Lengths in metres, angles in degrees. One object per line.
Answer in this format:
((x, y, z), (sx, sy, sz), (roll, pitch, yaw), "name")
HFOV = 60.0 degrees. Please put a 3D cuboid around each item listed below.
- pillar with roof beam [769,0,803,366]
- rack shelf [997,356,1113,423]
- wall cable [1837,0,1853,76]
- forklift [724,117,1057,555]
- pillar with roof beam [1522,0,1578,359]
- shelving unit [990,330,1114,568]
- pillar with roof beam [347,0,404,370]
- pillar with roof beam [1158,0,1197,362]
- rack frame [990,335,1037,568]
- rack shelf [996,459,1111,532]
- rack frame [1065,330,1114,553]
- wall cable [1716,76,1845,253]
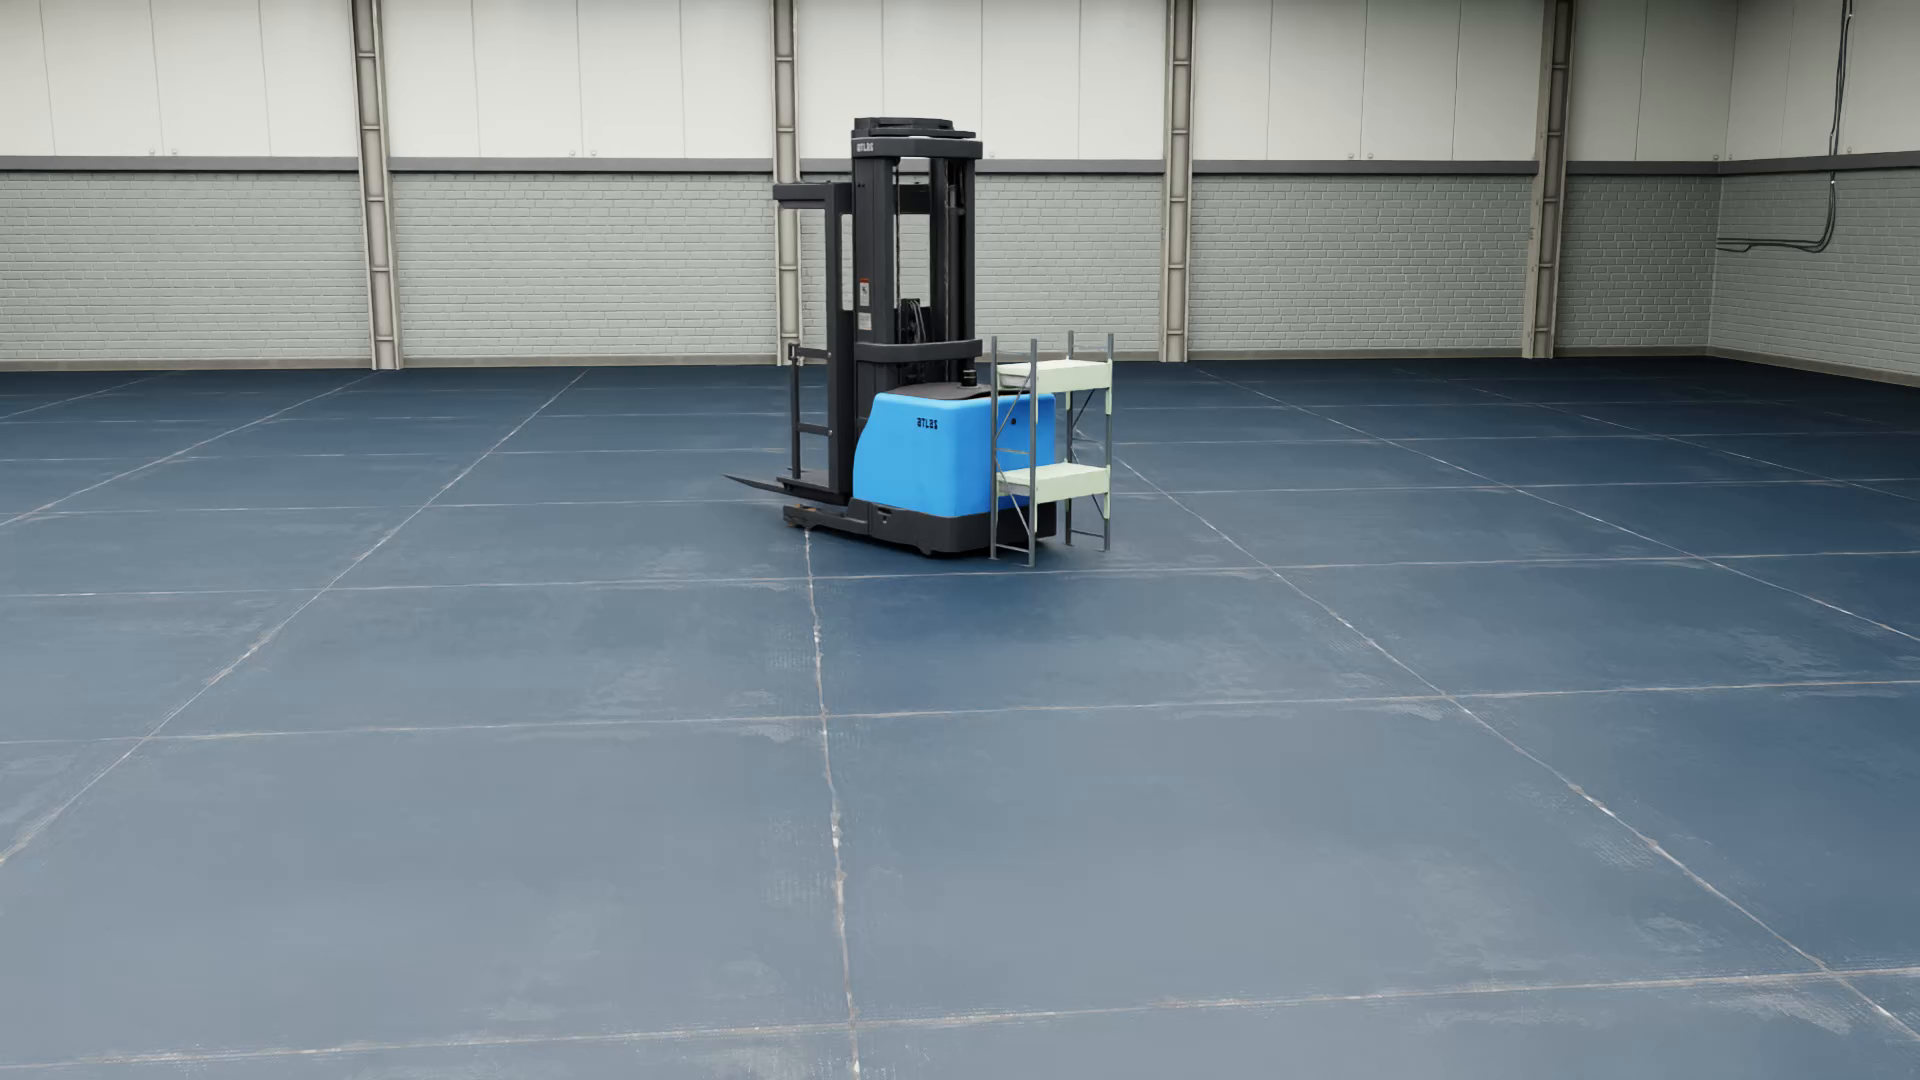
((-2.147, -6.286, 20.513), (0.400, 9.000, 9.100), (-1, 11, -6), "pillar with roof beam")
((0.617, -1.011, 11.099), (0.720, 0.370, 0.431), (-10, 15, -42), "rack shelf")
((12.682, -7.605, 22.180), (0.112, 2.526, 3.097), (-1, 11, -6), "wall cable")
((-0.663, -1.563, 12.218), (1.130, 2.935, 3.031), (-9, 15, -40), "forklift")
((9.783, -6.536, 21.785), (0.400, 9.000, 9.100), (-1, 11, -6), "pillar with roof beam")
((0.617, -0.628, 11.174), (0.755, 1.500, 0.431), (-10, 15, -42), "shelving unit")
((-8.112, -6.161, 19.878), (0.400, 9.000, 9.100), (-1, 11, -6), "pillar with roof beam")
((3.818, -6.411, 21.149), (0.400, 9.000, 9.100), (-1, 11, -6), "pillar with roof beam")
((0.348, -0.580, 10.930), (0.023, 1.500, 0.400), (-10, 15, -42), "rack frame")
((0.617, -0.308, 11.237), (0.720, 0.370, 0.431), (-10, 15, -42), "rack shelf")
((0.885, -0.676, 11.419), (0.023, 1.500, 0.400), (-10, 15, -42), "rack frame")
((12.390, -5.645, 25.306), (0.112, 2.526, 3.097), (-1, 11, -6), "wall cable")
